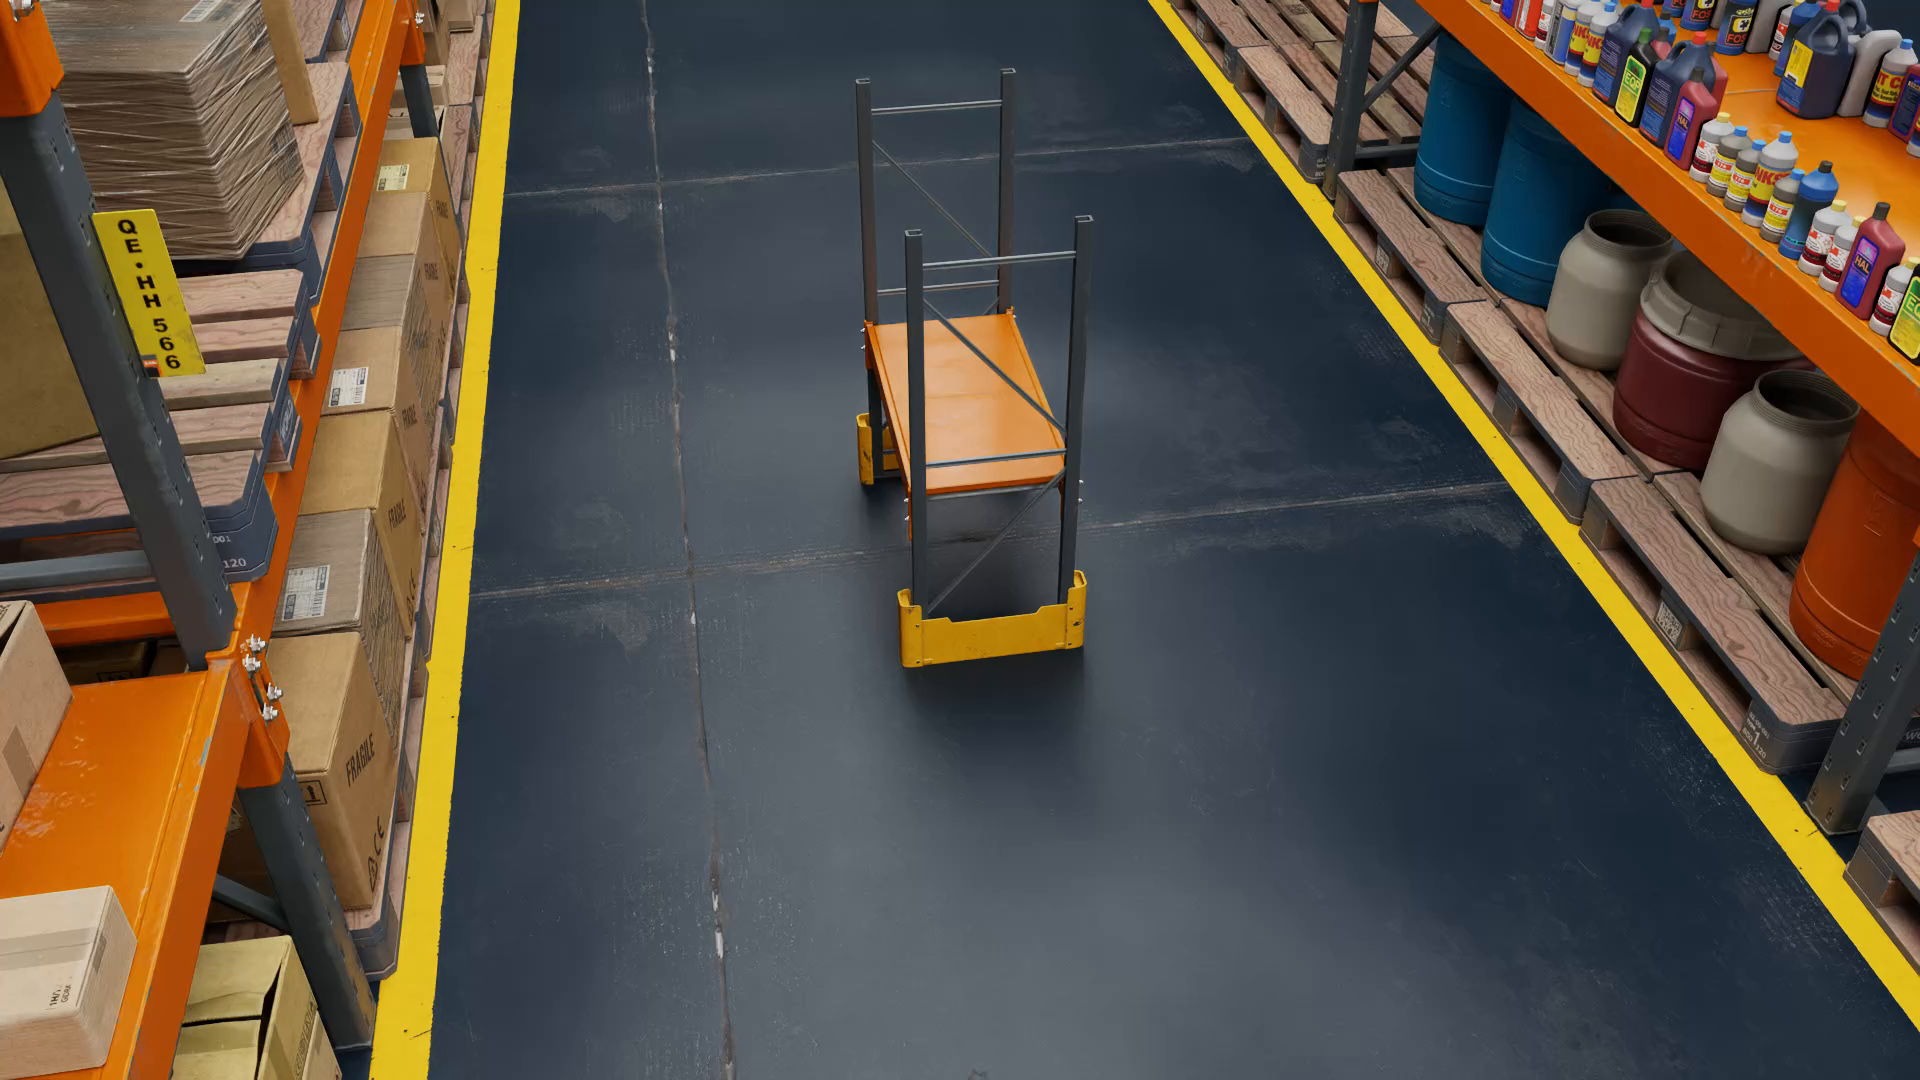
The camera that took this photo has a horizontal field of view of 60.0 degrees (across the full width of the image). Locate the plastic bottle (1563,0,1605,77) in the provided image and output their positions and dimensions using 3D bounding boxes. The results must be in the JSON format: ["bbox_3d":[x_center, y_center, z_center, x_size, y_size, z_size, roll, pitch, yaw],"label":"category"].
[{"bbox_3d":[2.117,-1.710,5.611,0.097,0.271,0.097,0,38,0],"label":"plastic bottle"}]

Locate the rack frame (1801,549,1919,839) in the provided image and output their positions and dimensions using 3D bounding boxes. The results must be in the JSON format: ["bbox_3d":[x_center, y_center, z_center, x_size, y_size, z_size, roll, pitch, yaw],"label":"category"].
[{"bbox_3d":[2.916,-0.438,3.869,1.000,3.000,0.127,-6,38,-8],"label":"rack frame"}]

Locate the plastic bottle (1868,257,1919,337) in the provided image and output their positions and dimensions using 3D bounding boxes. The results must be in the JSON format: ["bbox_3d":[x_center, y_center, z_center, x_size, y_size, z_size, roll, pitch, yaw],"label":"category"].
[{"bbox_3d":[2.423,-0.630,4.277,0.097,0.201,0.097,0,38,0],"label":"plastic bottle"}]

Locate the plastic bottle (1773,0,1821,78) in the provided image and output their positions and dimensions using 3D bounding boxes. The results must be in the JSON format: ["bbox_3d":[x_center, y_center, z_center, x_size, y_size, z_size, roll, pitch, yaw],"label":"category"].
[{"bbox_3d":[2.830,-1.699,5.597,0.097,0.271,0.097,0,38,0],"label":"plastic bottle"}]

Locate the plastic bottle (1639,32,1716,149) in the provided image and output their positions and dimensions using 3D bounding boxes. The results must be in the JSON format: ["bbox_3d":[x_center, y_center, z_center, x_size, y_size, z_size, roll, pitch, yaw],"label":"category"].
[{"bbox_3d":[2.238,-1.408,5.157,0.144,0.351,0.185,-6,38,-8],"label":"plastic bottle"}]

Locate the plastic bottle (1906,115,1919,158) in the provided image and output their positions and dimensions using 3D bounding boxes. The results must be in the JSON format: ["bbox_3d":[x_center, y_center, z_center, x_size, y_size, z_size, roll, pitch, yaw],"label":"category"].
[{"bbox_3d":[3.003,-1.314,5.102,0.097,0.271,0.097,0,38,0],"label":"plastic bottle"}]

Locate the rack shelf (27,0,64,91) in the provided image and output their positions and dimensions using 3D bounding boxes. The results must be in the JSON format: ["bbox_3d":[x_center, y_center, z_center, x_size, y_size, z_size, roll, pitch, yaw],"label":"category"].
[{"bbox_3d":[-2.312,-2.016,4.041,1.077,0.370,4.000,-6,38,-8],"label":"rack shelf"}]

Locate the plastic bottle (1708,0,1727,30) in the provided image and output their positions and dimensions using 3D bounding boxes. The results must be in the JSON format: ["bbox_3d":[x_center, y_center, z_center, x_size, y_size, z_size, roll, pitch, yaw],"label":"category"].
[{"bbox_3d":[2.778,-1.995,5.974,0.152,0.276,0.135,-6,38,-8],"label":"plastic bottle"}]

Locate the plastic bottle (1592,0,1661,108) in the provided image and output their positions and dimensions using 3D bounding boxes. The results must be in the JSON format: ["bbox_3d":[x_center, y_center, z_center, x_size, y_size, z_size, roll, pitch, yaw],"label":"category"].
[{"bbox_3d":[2.182,-1.600,5.405,0.144,0.351,0.185,-6,38,-8],"label":"plastic bottle"}]

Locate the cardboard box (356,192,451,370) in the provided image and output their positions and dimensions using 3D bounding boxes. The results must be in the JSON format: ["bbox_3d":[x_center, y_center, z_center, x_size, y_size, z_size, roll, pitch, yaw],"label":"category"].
[{"bbox_3d":[-2.216,-0.943,6.198,0.500,0.500,0.500,-6,38,-8],"label":"cardboard box"}]

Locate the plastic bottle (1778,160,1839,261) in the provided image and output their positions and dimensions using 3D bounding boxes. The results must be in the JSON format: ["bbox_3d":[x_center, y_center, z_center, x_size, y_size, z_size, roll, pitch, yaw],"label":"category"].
[{"bbox_3d":[2.348,-0.914,4.587,0.097,0.271,0.097,0,38,0],"label":"plastic bottle"}]

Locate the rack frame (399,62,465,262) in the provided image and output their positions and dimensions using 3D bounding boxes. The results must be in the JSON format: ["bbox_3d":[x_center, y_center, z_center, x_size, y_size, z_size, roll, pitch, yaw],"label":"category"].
[{"bbox_3d":[-2.663,-2.323,6.296,1.000,3.000,0.127,-6,38,-8],"label":"rack frame"}]

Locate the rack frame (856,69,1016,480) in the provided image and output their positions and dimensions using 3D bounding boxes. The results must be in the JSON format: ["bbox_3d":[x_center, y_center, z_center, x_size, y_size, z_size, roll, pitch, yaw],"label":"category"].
[{"bbox_3d":[-0.074,-0.848,5.619,0.500,1.500,0.032,-6,38,-8],"label":"rack frame"}]

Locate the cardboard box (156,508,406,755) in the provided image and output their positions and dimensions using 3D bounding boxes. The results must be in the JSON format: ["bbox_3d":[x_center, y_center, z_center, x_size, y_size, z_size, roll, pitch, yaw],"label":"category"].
[{"bbox_3d":[-1.857,0.285,4.617,0.500,0.500,0.500,-8,38,-10],"label":"cardboard box"}]

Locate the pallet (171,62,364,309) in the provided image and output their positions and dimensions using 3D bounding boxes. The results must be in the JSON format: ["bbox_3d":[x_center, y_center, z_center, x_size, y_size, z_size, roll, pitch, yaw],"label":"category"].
[{"bbox_3d":[-2.307,-1.006,4.756,1.003,0.211,1.213,-6,38,-8],"label":"pallet"}]

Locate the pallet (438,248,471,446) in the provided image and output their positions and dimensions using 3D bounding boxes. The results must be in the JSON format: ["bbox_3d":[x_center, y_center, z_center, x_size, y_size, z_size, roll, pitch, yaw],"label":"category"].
[{"bbox_3d":[-2.483,-0.735,6.524,1.003,0.211,1.213,-6,38,-8],"label":"pallet"}]

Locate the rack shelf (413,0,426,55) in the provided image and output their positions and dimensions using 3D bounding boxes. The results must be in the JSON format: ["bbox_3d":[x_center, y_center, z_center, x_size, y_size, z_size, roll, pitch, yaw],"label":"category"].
[{"bbox_3d":[-3.013,-3.247,8.071,1.077,0.370,4.000,-6,38,-8],"label":"rack shelf"}]

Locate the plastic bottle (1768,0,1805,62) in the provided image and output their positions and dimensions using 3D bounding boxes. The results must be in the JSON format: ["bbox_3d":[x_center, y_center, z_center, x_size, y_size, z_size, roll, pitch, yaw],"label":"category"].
[{"bbox_3d":[2.866,-1.758,5.730,0.097,0.201,0.097,0,38,0],"label":"plastic bottle"}]

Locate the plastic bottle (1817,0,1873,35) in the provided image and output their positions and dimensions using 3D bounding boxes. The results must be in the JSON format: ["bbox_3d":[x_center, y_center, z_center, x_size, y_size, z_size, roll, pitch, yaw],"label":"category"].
[{"bbox_3d":[2.891,-1.649,5.468,0.144,0.351,0.185,-6,38,-8],"label":"plastic bottle"}]

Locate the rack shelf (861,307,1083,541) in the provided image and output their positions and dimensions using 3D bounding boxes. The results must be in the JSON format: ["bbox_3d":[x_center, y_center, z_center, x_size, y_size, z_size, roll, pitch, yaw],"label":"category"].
[{"bbox_3d":[0.015,-0.399,5.334,0.538,0.185,1.000,-6,38,-8],"label":"rack shelf"}]

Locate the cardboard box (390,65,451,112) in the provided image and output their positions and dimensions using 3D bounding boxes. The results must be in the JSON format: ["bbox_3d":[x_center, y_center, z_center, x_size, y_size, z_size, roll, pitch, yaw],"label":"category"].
[{"bbox_3d":[-2.685,-2.176,8.057,0.380,0.166,0.250,-6,38,-8],"label":"cardboard box"}]

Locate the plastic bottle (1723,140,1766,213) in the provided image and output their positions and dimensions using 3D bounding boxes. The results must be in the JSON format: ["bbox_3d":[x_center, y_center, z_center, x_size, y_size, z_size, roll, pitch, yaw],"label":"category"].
[{"bbox_3d":[2.297,-1.063,4.835,0.097,0.201,0.097,0,38,0],"label":"plastic bottle"}]

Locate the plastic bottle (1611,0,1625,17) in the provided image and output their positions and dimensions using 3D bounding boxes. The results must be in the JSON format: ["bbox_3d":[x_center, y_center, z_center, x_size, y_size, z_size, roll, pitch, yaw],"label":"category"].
[{"bbox_3d":[2.243,-1.780,5.758,0.097,0.201,0.097,0,38,0],"label":"plastic bottle"}]

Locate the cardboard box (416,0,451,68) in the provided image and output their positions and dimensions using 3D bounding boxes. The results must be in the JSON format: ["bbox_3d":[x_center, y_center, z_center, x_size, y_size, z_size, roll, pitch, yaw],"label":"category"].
[{"bbox_3d":[-2.997,-2.646,8.387,0.797,0.503,0.637,-6,38,-8],"label":"cardboard box"}]

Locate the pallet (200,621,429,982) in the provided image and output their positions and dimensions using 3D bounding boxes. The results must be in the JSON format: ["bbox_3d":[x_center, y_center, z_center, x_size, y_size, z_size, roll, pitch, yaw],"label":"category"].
[{"bbox_3d":[-2.055,0.739,4.627,1.003,0.211,1.213,-6,38,-8],"label":"pallet"}]

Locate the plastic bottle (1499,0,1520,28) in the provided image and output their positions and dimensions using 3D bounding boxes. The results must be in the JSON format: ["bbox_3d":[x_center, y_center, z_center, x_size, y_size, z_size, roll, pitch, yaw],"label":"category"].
[{"bbox_3d":[2.015,-2.004,5.980,0.061,0.283,0.133,-6,38,-8],"label":"plastic bottle"}]

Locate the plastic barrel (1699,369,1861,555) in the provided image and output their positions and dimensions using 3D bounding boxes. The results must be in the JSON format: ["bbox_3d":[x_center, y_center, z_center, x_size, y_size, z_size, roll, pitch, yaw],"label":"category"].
[{"bbox_3d":[2.626,-0.246,5.308,0.421,0.512,0.421,0,38,0],"label":"plastic barrel"}]

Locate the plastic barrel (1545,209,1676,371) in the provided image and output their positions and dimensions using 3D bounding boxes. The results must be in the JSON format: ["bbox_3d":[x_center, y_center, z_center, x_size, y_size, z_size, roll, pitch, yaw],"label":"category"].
[{"bbox_3d":[2.428,-0.929,6.186,0.421,0.512,0.421,0,38,0],"label":"plastic barrel"}]

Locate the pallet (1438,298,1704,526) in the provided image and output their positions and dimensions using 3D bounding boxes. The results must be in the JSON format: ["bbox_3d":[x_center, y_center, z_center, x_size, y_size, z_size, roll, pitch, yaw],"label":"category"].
[{"bbox_3d":[2.526,-0.544,6.278,1.003,0.211,1.213,-6,38,-8],"label":"pallet"}]

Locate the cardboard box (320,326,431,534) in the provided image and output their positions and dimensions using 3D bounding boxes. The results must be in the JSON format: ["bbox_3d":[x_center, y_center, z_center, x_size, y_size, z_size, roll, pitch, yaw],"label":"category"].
[{"bbox_3d":[-2.037,-0.333,5.413,0.500,0.500,0.500,-7,38,-9],"label":"cardboard box"}]

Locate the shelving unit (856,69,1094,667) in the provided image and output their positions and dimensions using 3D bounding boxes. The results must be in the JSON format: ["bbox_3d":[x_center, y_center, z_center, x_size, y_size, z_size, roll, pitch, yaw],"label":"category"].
[{"bbox_3d":[0.013,-0.546,5.231,0.587,1.500,1.083,-6,38,-8],"label":"shelving unit"}]

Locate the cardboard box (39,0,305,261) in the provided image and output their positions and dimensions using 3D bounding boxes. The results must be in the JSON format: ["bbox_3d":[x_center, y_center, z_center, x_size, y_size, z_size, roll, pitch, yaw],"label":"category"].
[{"bbox_3d":[-2.155,-1.054,4.238,0.700,0.500,0.500,0,38,1],"label":"cardboard box"}]

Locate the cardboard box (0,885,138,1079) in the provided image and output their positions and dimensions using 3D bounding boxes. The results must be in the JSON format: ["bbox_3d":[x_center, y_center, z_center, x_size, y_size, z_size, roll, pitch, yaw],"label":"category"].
[{"bbox_3d":[-1.532,0.705,2.602,0.380,0.149,0.250,-6,38,-8],"label":"cardboard box"}]

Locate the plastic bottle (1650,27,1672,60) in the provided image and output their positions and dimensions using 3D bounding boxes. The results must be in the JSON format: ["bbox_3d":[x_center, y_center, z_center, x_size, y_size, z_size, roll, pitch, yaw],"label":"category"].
[{"bbox_3d":[2.229,-1.479,5.304,0.061,0.283,0.133,-6,38,-8],"label":"plastic bottle"}]

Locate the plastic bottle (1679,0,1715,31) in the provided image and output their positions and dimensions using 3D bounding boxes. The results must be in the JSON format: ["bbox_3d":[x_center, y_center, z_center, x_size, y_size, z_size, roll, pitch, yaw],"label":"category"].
[{"bbox_3d":[2.659,-1.969,5.944,0.097,0.271,0.097,0,38,0],"label":"plastic bottle"}]

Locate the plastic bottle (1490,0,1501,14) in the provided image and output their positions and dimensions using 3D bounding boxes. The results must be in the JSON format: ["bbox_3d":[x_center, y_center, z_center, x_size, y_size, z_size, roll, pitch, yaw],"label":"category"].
[{"bbox_3d":[2.012,-2.043,6.097,0.097,0.201,0.097,0,38,0],"label":"plastic bottle"}]

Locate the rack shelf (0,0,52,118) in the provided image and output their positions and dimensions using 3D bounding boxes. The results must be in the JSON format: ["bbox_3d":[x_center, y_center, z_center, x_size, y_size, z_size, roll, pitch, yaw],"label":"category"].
[{"bbox_3d":[-1.611,0.400,0.931,1.077,0.370,4.000,-6,38,-8],"label":"rack shelf"}]

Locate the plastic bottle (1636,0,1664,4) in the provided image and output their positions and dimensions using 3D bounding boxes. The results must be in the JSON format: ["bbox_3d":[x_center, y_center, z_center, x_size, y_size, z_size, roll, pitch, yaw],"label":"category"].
[{"bbox_3d":[2.588,-2.187,6.161,0.144,0.351,0.185,-6,38,-8],"label":"plastic bottle"}]

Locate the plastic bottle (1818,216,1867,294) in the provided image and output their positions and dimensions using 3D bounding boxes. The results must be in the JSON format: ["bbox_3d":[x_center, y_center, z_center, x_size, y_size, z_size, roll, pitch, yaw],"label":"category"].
[{"bbox_3d":[2.382,-0.769,4.457,0.097,0.201,0.097,0,38,0],"label":"plastic bottle"}]

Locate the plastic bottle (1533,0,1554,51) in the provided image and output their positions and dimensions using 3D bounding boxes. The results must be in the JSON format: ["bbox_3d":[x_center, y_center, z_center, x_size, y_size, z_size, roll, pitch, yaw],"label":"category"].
[{"bbox_3d":[2.076,-1.823,5.813,0.097,0.201,0.097,0,38,0],"label":"plastic bottle"}]

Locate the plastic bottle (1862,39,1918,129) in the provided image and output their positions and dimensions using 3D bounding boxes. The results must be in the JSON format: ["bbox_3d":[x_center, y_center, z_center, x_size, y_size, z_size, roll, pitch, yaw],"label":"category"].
[{"bbox_3d":[2.962,-1.454,5.281,0.097,0.271,0.097,0,38,0],"label":"plastic bottle"}]

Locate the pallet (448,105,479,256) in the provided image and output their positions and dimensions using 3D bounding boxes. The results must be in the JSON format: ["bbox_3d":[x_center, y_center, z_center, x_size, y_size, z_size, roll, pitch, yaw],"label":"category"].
[{"bbox_3d":[-2.782,-1.637,7.685,1.003,0.211,1.213,-6,38,-8],"label":"pallet"}]

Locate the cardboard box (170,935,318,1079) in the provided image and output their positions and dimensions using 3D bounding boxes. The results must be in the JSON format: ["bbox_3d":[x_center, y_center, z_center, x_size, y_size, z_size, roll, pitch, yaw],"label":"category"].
[{"bbox_3d":[-1.627,1.081,3.355,0.500,0.311,0.500,-5,38,-7],"label":"cardboard box"}]

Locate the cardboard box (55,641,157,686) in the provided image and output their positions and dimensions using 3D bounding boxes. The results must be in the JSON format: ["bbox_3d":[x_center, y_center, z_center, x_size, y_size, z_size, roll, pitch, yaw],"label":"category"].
[{"bbox_3d":[-2.356,0.366,4.512,0.500,0.500,0.500,-5,38,-6],"label":"cardboard box"}]

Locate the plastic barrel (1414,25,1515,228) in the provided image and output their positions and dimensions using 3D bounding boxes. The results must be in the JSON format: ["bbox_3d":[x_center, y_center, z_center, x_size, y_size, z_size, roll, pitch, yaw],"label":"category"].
[{"bbox_3d":[2.293,-1.861,7.068,0.600,0.901,0.708,-6,38,-8],"label":"plastic barrel"}]

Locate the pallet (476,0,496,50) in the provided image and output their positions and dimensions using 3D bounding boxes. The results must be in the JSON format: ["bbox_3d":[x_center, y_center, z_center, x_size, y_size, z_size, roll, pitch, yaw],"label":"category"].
[{"bbox_3d":[-3.210,-3.111,9.582,1.003,0.211,1.213,-6,38,-8],"label":"pallet"}]

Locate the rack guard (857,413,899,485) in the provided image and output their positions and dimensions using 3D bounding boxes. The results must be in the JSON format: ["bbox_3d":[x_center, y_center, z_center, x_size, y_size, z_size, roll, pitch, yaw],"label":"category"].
[{"bbox_3d":[-0.074,-0.353,6.001,0.587,0.250,0.087,-6,38,-8],"label":"rack guard"}]

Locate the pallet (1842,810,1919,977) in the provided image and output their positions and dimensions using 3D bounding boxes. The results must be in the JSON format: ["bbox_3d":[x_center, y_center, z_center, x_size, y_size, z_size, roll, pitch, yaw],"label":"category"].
[{"bbox_3d":[3.014,1.135,4.117,1.003,0.211,1.213,-6,38,-8],"label":"pallet"}]

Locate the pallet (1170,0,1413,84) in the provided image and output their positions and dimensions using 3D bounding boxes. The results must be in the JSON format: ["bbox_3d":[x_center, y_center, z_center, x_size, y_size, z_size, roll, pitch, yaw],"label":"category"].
[{"bbox_3d":[1.830,-2.931,9.351,1.003,0.211,1.213,-6,38,-8],"label":"pallet"}]

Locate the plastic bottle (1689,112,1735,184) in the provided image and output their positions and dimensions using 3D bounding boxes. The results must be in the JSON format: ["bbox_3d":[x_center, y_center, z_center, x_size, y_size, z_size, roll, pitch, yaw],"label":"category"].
[{"bbox_3d":[2.263,-1.181,4.987,0.097,0.201,0.097,0,38,0],"label":"plastic bottle"}]
